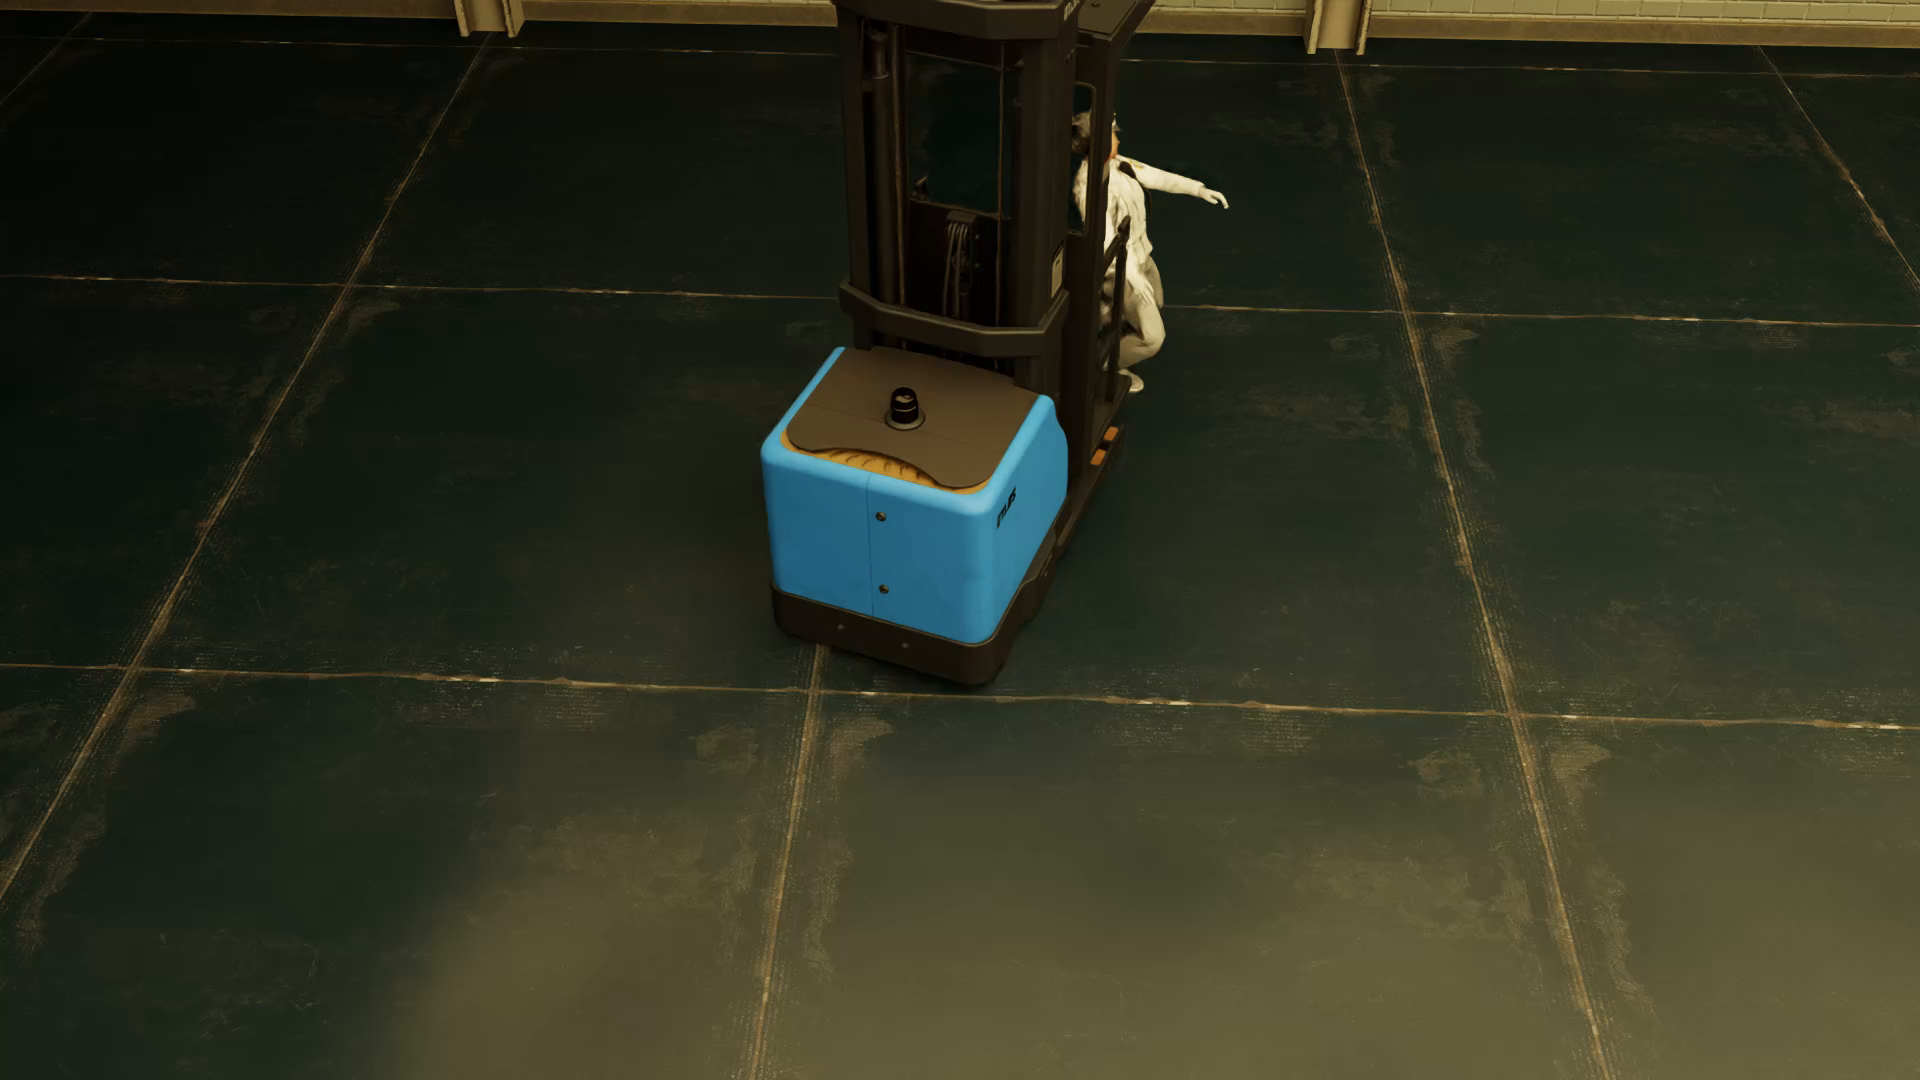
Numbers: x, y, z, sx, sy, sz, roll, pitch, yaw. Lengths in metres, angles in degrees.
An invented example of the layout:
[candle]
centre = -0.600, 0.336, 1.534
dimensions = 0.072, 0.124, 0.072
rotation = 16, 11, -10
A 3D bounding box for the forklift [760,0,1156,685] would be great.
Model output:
[forklift]
centre = 0.182, -1.466, 7.348
dimensions = 1.130, 2.935, 3.031
rotation = 15, 44, 16

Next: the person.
[person]
centre = 0.836, -1.326, 8.205
dimensions = 0.819, 1.518, 0.819
rotation = 13, 44, 14
